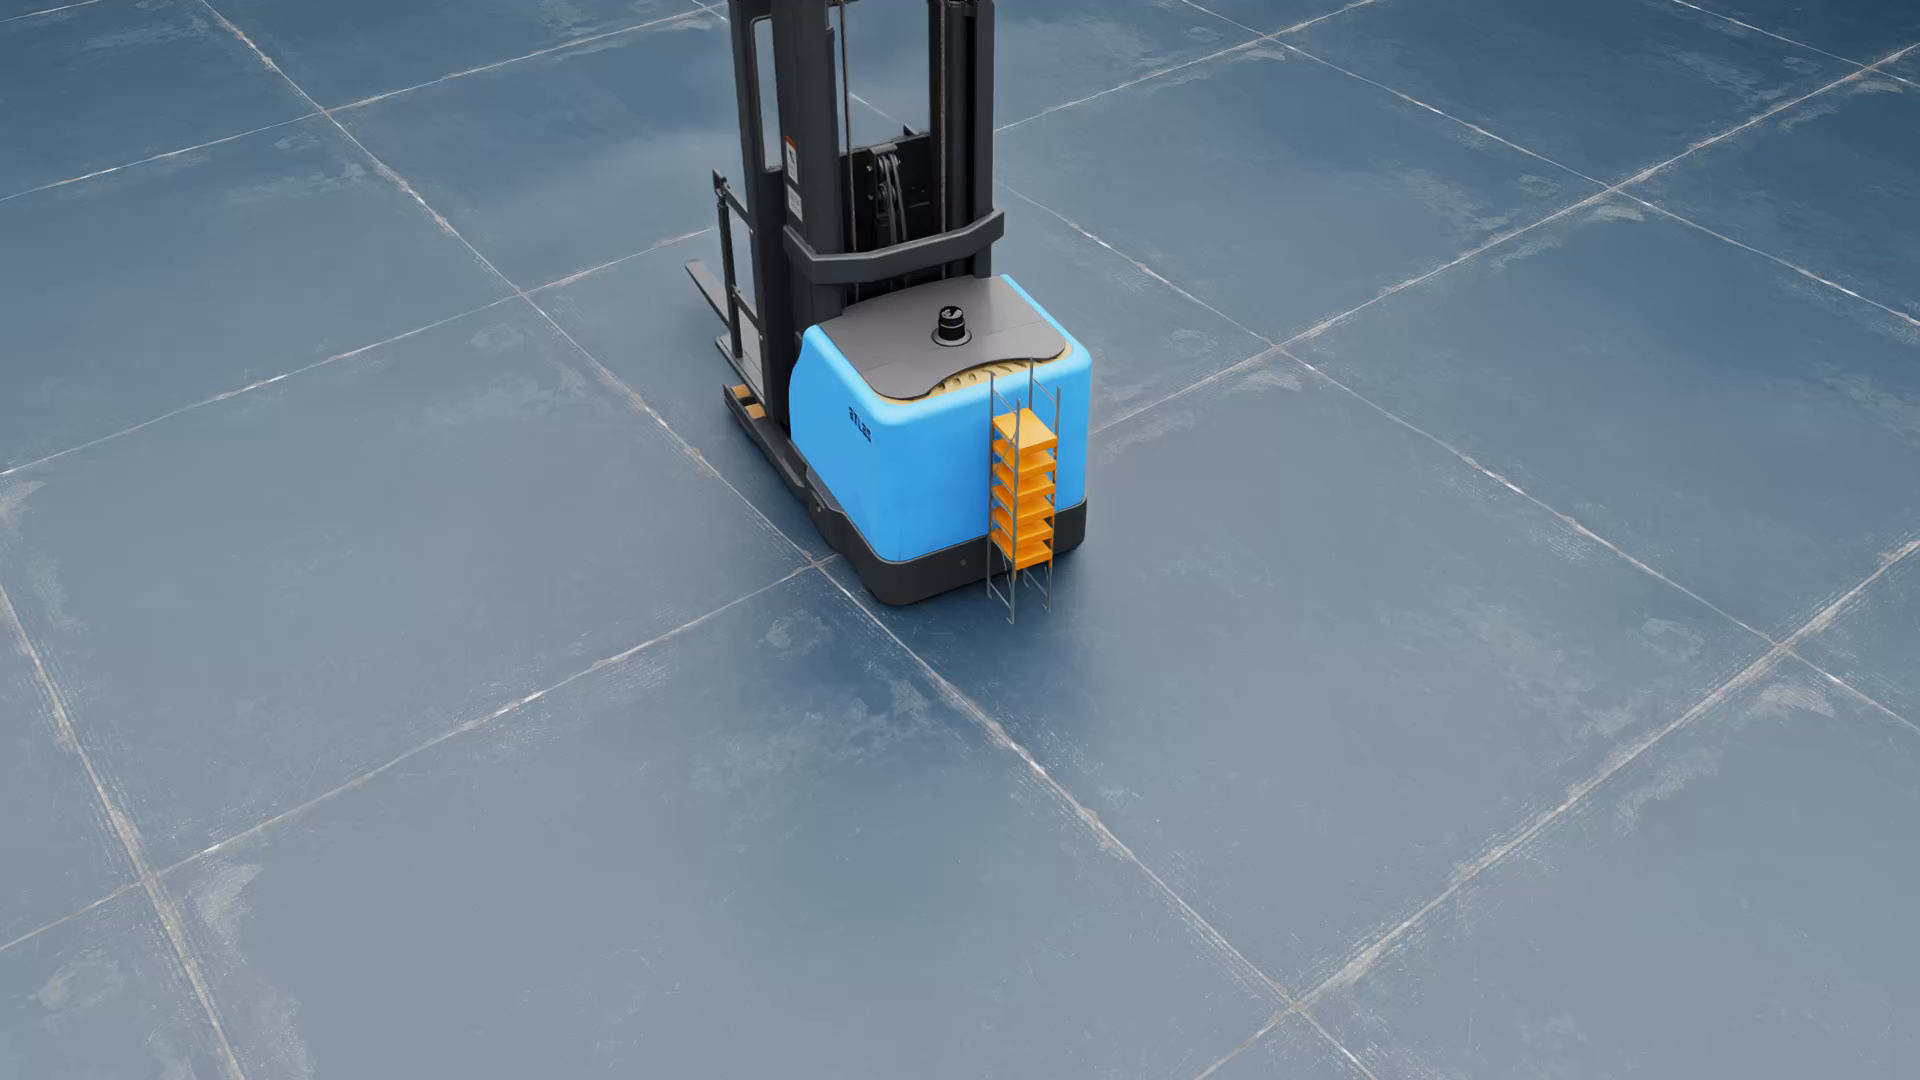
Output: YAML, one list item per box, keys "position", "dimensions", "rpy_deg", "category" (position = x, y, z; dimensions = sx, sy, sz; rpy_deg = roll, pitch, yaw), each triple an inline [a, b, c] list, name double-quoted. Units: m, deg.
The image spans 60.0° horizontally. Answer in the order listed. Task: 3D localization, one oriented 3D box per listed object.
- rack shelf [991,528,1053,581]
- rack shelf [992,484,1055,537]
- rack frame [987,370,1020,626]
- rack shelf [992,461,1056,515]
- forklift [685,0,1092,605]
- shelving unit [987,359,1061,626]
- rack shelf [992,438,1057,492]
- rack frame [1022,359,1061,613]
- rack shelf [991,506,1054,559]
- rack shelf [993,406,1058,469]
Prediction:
- position: [0.259, 0.039, 7.204]
  dimensions: [0.180, 0.103, 0.258]
  rpy_deg: [-18, 43, -21]
  category: "rack shelf"
- position: [0.259, -0.146, 7.051]
  dimensions: [0.180, 0.103, 0.258]
  rpy_deg: [-18, 43, -21]
  category: "rack shelf"
- position: [0.178, -0.154, 6.990]
  dimensions: [0.006, 1.200, 0.240]
  rpy_deg: [-18, 43, -21]
  category: "rack frame"
- position: [0.260, -0.239, 6.975]
  dimensions: [0.180, 0.103, 0.258]
  rpy_deg: [-18, 43, -21]
  category: "rack shelf"
- position: [-0.549, -1.772, 7.599]
  dimensions: [1.130, 2.935, 3.031]
  rpy_deg: [-18, 43, -21]
  category: "forklift"
- position: [0.260, -0.180, 7.023]
  dimensions: [0.189, 1.200, 0.258]
  rpy_deg: [-18, 43, -21]
  category: "shelving unit"
- position: [0.260, -0.331, 6.898]
  dimensions: [0.180, 0.103, 0.258]
  rpy_deg: [-18, 43, -21]
  category: "rack shelf"
- position: [0.341, -0.207, 7.055]
  dimensions: [0.006, 1.200, 0.240]
  rpy_deg: [-18, 43, -21]
  category: "rack frame"
- position: [0.259, -0.054, 7.128]
  dimensions: [0.180, 0.103, 0.258]
  rpy_deg: [-18, 43, -21]
  category: "rack shelf"
- position: [0.260, -0.424, 6.822]
  dimensions: [0.180, 0.103, 0.258]
  rpy_deg: [-18, 43, -21]
  category: "rack shelf"
